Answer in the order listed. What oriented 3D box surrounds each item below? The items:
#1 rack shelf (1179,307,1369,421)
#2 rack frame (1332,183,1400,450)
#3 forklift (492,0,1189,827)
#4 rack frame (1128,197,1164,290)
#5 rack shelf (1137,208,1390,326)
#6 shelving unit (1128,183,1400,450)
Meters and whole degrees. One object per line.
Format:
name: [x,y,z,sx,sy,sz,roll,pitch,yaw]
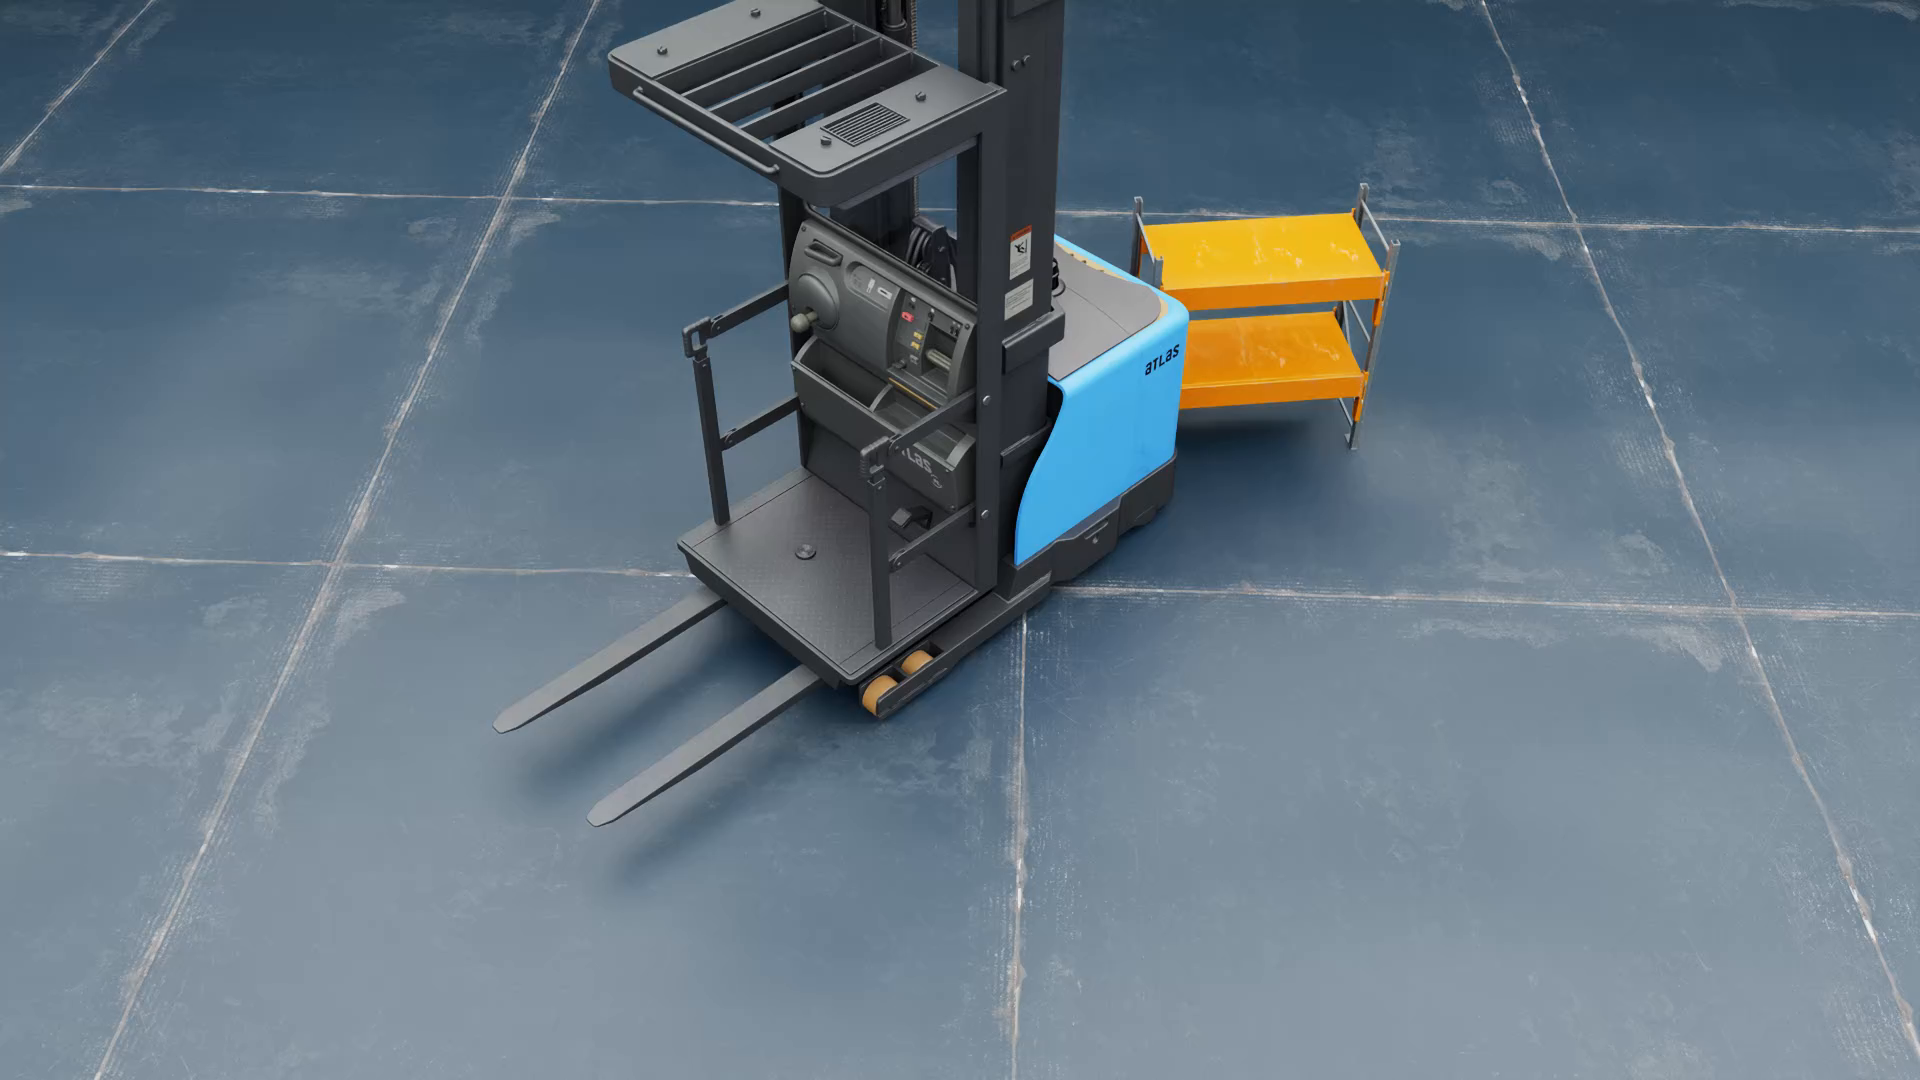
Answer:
rack shelf: [1.313,-0.786,7.713,1.000,0.278,0.538,-4,43,-5]
rack frame: [1.819,-1.003,7.587,0.032,1.125,0.500,-4,43,-5]
forklift: [-0.450,-0.772,6.014,3.031,2.935,1.130,-34,53,-31]
rack frame: [0.808,-0.926,7.504,0.032,1.125,0.500,-4,43,-5]
rack shelf: [1.313,-1.179,7.346,1.000,0.278,0.538,-4,43,-5]
shelving unit: [1.313,-0.965,7.546,1.048,1.125,0.538,-4,43,-5]
